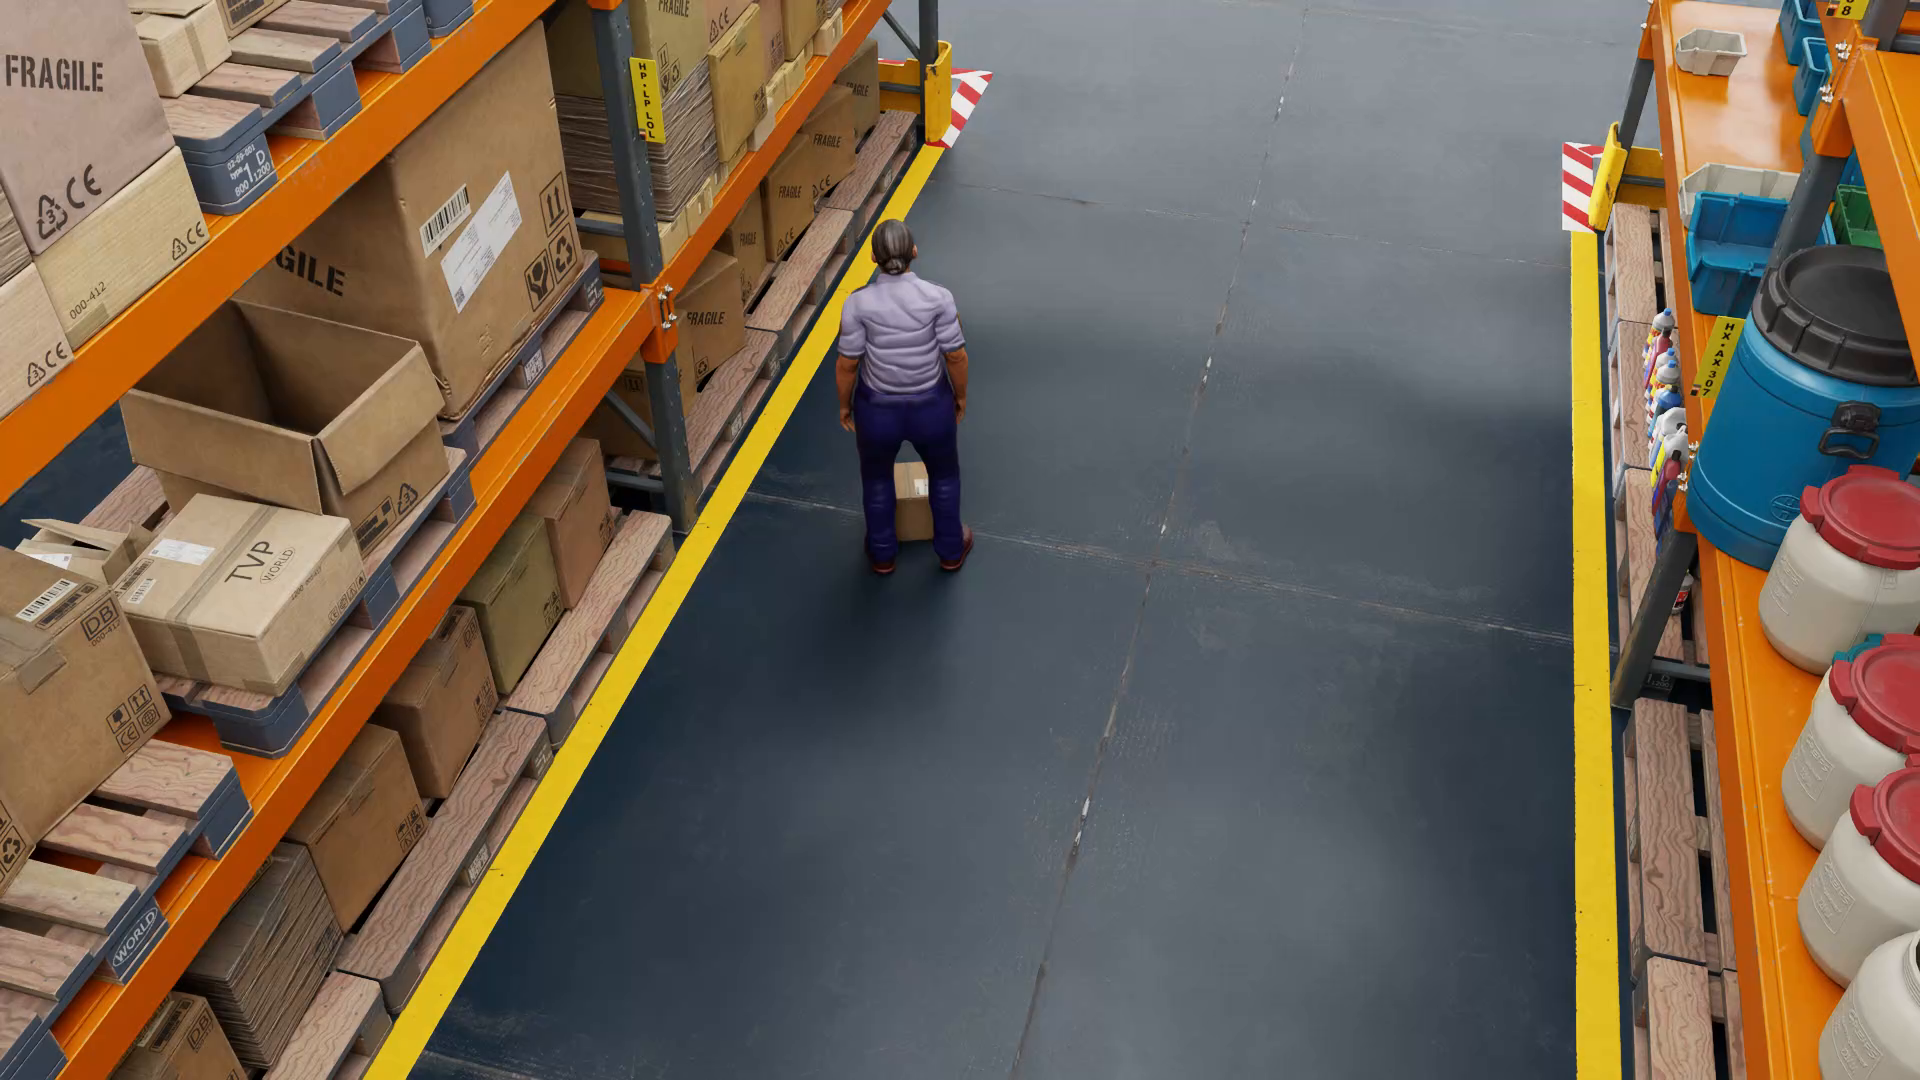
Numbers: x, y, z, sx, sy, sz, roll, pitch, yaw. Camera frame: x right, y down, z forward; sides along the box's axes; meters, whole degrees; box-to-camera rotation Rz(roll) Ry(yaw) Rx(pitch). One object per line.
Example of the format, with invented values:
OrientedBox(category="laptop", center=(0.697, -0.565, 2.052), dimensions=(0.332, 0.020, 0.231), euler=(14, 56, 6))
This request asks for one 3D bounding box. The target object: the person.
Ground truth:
OrientedBox(category="person", center=(-0.215, -0.541, 6.783), dimensions=(0.566, 1.648, 0.368), euler=(-3, 41, -3))
